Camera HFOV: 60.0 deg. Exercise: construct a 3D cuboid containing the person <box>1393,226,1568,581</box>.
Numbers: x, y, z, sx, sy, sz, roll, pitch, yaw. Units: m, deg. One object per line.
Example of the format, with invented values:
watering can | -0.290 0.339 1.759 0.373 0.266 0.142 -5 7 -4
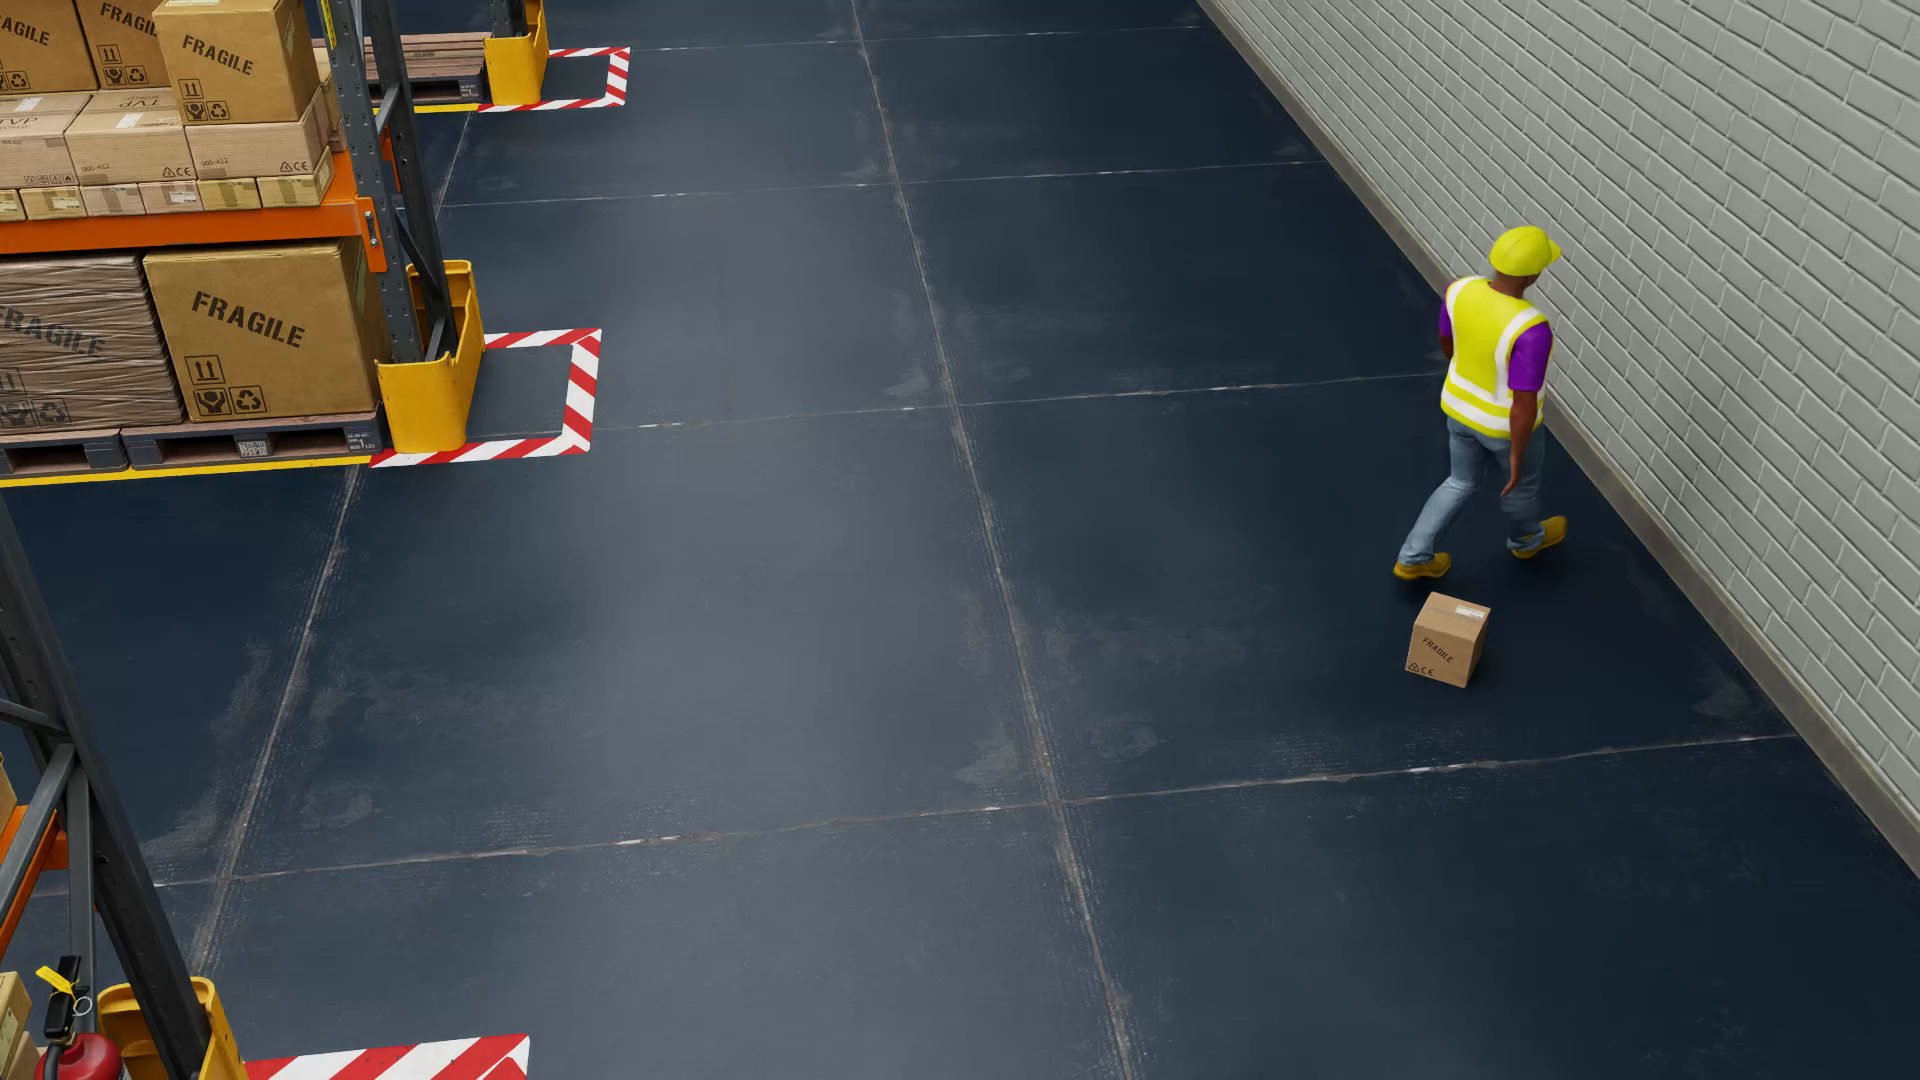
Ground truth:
person | 2.331 -0.594 7.020 0.942 1.705 0.621 -22 40 -28
